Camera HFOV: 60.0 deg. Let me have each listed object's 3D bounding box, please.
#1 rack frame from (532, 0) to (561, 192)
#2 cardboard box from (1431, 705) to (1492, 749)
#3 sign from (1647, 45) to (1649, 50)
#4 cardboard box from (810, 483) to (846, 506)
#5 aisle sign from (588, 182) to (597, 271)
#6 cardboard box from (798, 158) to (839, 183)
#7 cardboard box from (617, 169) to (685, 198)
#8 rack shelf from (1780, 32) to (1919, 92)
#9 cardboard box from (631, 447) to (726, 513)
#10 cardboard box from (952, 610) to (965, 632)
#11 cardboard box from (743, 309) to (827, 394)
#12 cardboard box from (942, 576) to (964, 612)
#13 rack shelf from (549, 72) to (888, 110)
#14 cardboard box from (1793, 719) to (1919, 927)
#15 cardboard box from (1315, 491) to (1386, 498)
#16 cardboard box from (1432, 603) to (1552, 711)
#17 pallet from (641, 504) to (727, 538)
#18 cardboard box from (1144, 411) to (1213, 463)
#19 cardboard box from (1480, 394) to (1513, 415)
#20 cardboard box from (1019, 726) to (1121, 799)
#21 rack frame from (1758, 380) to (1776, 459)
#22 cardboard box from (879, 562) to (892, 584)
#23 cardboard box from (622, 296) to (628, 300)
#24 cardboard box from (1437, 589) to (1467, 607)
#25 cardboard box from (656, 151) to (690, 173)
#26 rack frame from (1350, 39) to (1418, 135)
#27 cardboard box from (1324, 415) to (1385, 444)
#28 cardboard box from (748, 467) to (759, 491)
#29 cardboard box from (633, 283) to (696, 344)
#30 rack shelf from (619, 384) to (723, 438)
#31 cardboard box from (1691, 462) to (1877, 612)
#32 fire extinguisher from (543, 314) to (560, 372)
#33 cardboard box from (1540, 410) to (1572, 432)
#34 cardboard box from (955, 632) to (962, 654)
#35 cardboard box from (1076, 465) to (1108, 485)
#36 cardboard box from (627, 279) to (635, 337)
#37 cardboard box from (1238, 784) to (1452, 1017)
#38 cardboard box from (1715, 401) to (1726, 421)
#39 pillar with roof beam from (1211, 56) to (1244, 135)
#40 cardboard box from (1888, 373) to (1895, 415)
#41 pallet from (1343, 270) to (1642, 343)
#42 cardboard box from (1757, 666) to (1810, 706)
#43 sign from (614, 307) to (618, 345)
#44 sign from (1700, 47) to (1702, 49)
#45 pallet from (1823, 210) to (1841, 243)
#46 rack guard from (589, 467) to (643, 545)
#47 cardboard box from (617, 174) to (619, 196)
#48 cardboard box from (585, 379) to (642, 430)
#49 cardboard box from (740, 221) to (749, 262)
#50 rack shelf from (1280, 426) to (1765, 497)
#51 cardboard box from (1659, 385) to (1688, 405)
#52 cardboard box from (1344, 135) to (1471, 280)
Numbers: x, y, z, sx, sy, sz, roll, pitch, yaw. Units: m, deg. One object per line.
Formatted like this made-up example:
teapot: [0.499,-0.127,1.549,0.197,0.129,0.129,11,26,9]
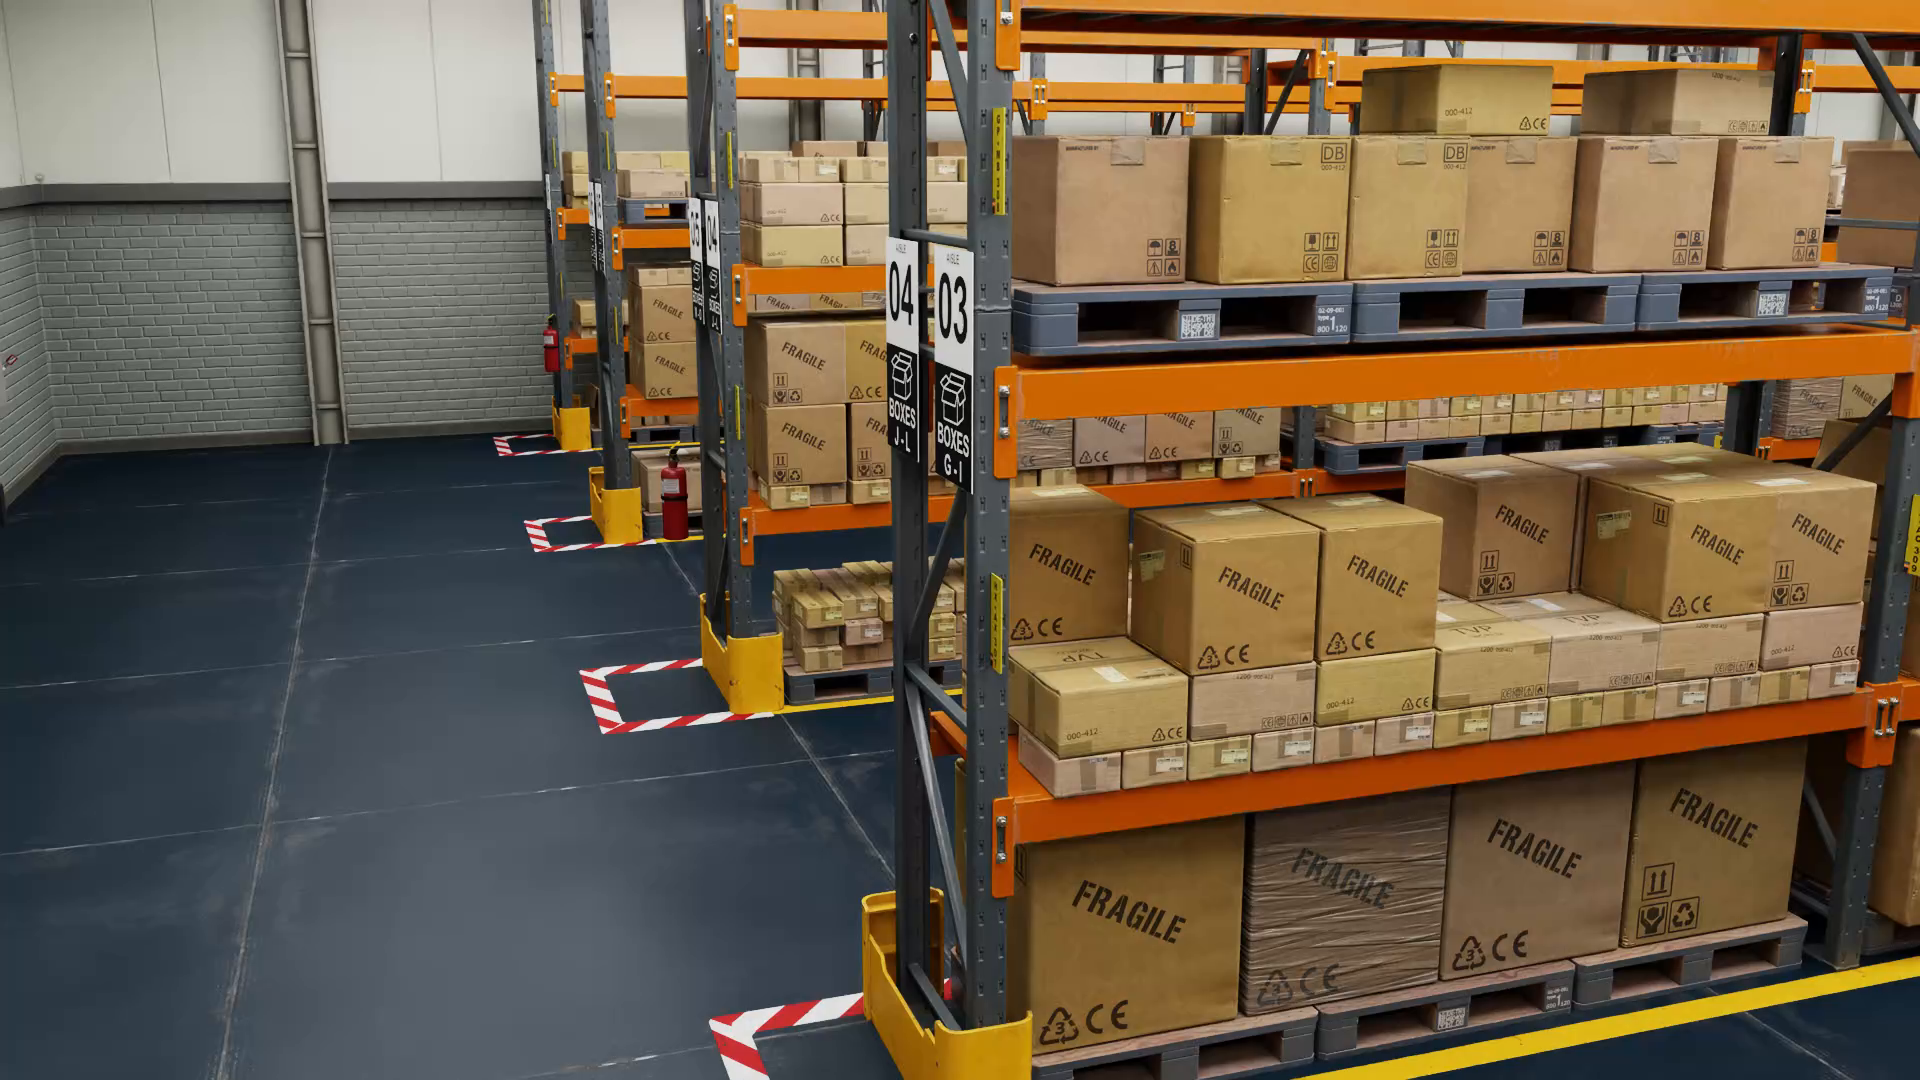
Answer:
rack frame: [-4.797,-5.564,19.194,0.127,3.000,1.000,-4,14,-18]
cardboard box: [1.849,0.671,6.489,0.250,0.149,0.380,-5,14,-19]
sign: [10.196,-7.398,24.546,0.005,0.325,0.100,-4,14,-18]
cardboard box: [-0.896,-0.336,10.724,0.250,0.149,0.380,-4,14,-16]
aisle sign: [-3.377,-2.884,15.275,0.004,0.787,0.394,-4,14,-18]
cardboard box: [-0.909,-2.291,10.299,0.250,0.149,0.380,-4,14,-16]
cardboard box: [-2.813,-3.249,15.145,0.500,0.250,0.500,-6,15,-23]
rack shelf: [5.637,-2.200,7.472,4.000,0.370,1.077,-4,14,-18]
cardboard box: [-2.617,-0.585,15.858,0.875,0.438,0.875,-5,14,-20]
cardboard box: [0.023,0.496,11.293,0.250,0.149,0.380,-5,14,-21]
cardboard box: [-1.181,-1.247,10.990,0.500,0.500,0.500,-5,14,-19]
cardboard box: [0.046,0.358,11.229,0.250,0.149,0.380,-4,14,-16]
rack shelf: [-2.901,-5.360,19.898,4.000,0.370,1.077,-4,14,-18]
cardboard box: [4.342,1.099,7.831,0.875,0.875,1.225,-4,14,-18]
cardboard box: [2.881,-0.237,12.639,0.500,0.250,0.500,-5,14,-20]
cardboard box: [1.952,0.453,6.545,0.500,0.250,0.500,-5,14,-19]
pallet: [-2.478,-0.276,15.956,1.213,0.211,1.003,-4,14,-18]
cardboard box: [1.394,-0.831,11.404,0.500,0.500,0.500,-5,14,-20]
cardboard box: [3.766,-1.007,11.995,0.250,0.149,0.380,-4,14,-16]
cardboard box: [0.392,0.785,6.010,0.250,0.149,0.380,-4,14,-17]
rack frame: [6.046,-1.069,13.262,0.127,3.000,1.000,-4,14,-18]
cardboard box: [-0.388,0.262,11.635,0.250,0.149,0.380,-5,14,-20]
cardboard box: [-3.957,-2.847,20.418,0.500,0.250,0.500,-4,14,-18]
cardboard box: [1.781,0.337,7.034,0.500,0.250,0.500,-4,14,-18]
cardboard box: [-3.337,-4.471,19.681,0.500,0.250,0.500,-5,14,-19]
rack frame: [4.372,-5.066,17.101,0.127,3.000,1.000,-4,14,-18]
cardboard box: [2.775,-0.784,11.700,0.250,0.149,0.380,-5,14,-21]
cardboard box: [-1.317,-0.442,11.171,0.250,0.149,0.380,-4,14,-18]
cardboard box: [-2.665,-2.065,15.072,0.500,0.500,0.500,-5,14,-19]
rack shelf: [-1.315,-1.354,16.017,4.000,0.370,1.077,-4,14,-18]
cardboard box: [3.391,-0.023,6.923,0.500,0.500,0.500,-4,14,-16]
fire extinguisher: [-4.789,-2.314,19.469,0.183,0.674,0.296,-4,14,-18]
cardboard box: [4.251,-0.900,12.185,0.250,0.149,0.380,-5,14,-21]
cardboard box: [0.007,0.644,11.314,0.250,0.149,0.380,-4,14,-18]
cardboard box: [0.819,-0.482,11.338,0.250,0.149,0.380,-5,14,-19]
cardboard box: [-2.829,-2.180,15.555,0.500,0.500,0.500,-4,14,-16]
cardboard box: [1.394,1.314,6.927,0.875,0.875,0.875,-4,14,-18]
cardboard box: [5.725,-1.014,12.666,0.250,0.149,0.380,-4,14,-17]
pillar with roof beam: [5.106,-5.504,18.943,0.400,9.000,9.100,-4,14,-18]
cardboard box: [7.517,-1.167,13.457,0.500,0.500,0.500,-4,14,-18]
pallet: [1.808,-0.947,6.460,1.213,0.211,1.003,-4,14,-18]
cardboard box: [3.312,0.557,6.968,0.250,0.149,0.380,-4,14,-17]
sign: [-3.039,-1.894,14.690,0.005,0.325,0.100,-4,14,-18]
sign: [10.527,-7.117,23.537,0.005,0.325,0.100,-4,14,-18]
pallet: [6.640,-2.496,13.186,1.003,0.211,1.213,-4,14,-15]
rack guard: [-3.233,-0.339,15.595,0.348,0.500,1.175,-4,14,-18]
cardboard box: [-3.814,-4.191,19.587,0.500,0.250,0.500,-4,14,-17]
cardboard box: [-4.187,-1.659,20.231,0.637,0.503,0.797,-5,14,-20]
cardboard box: [-1.189,-1.956,10.835,0.500,0.250,0.500,-5,14,-19]
rack shelf: [4.151,-0.571,12.725,4.000,0.370,1.077,-4,14,-18]
cardboard box: [5.222,-1.119,12.467,0.250,0.149,0.380,-4,14,-17]
cardboard box: [1.472,-1.258,6.236,0.500,0.500,0.700,-5,14,-22]
